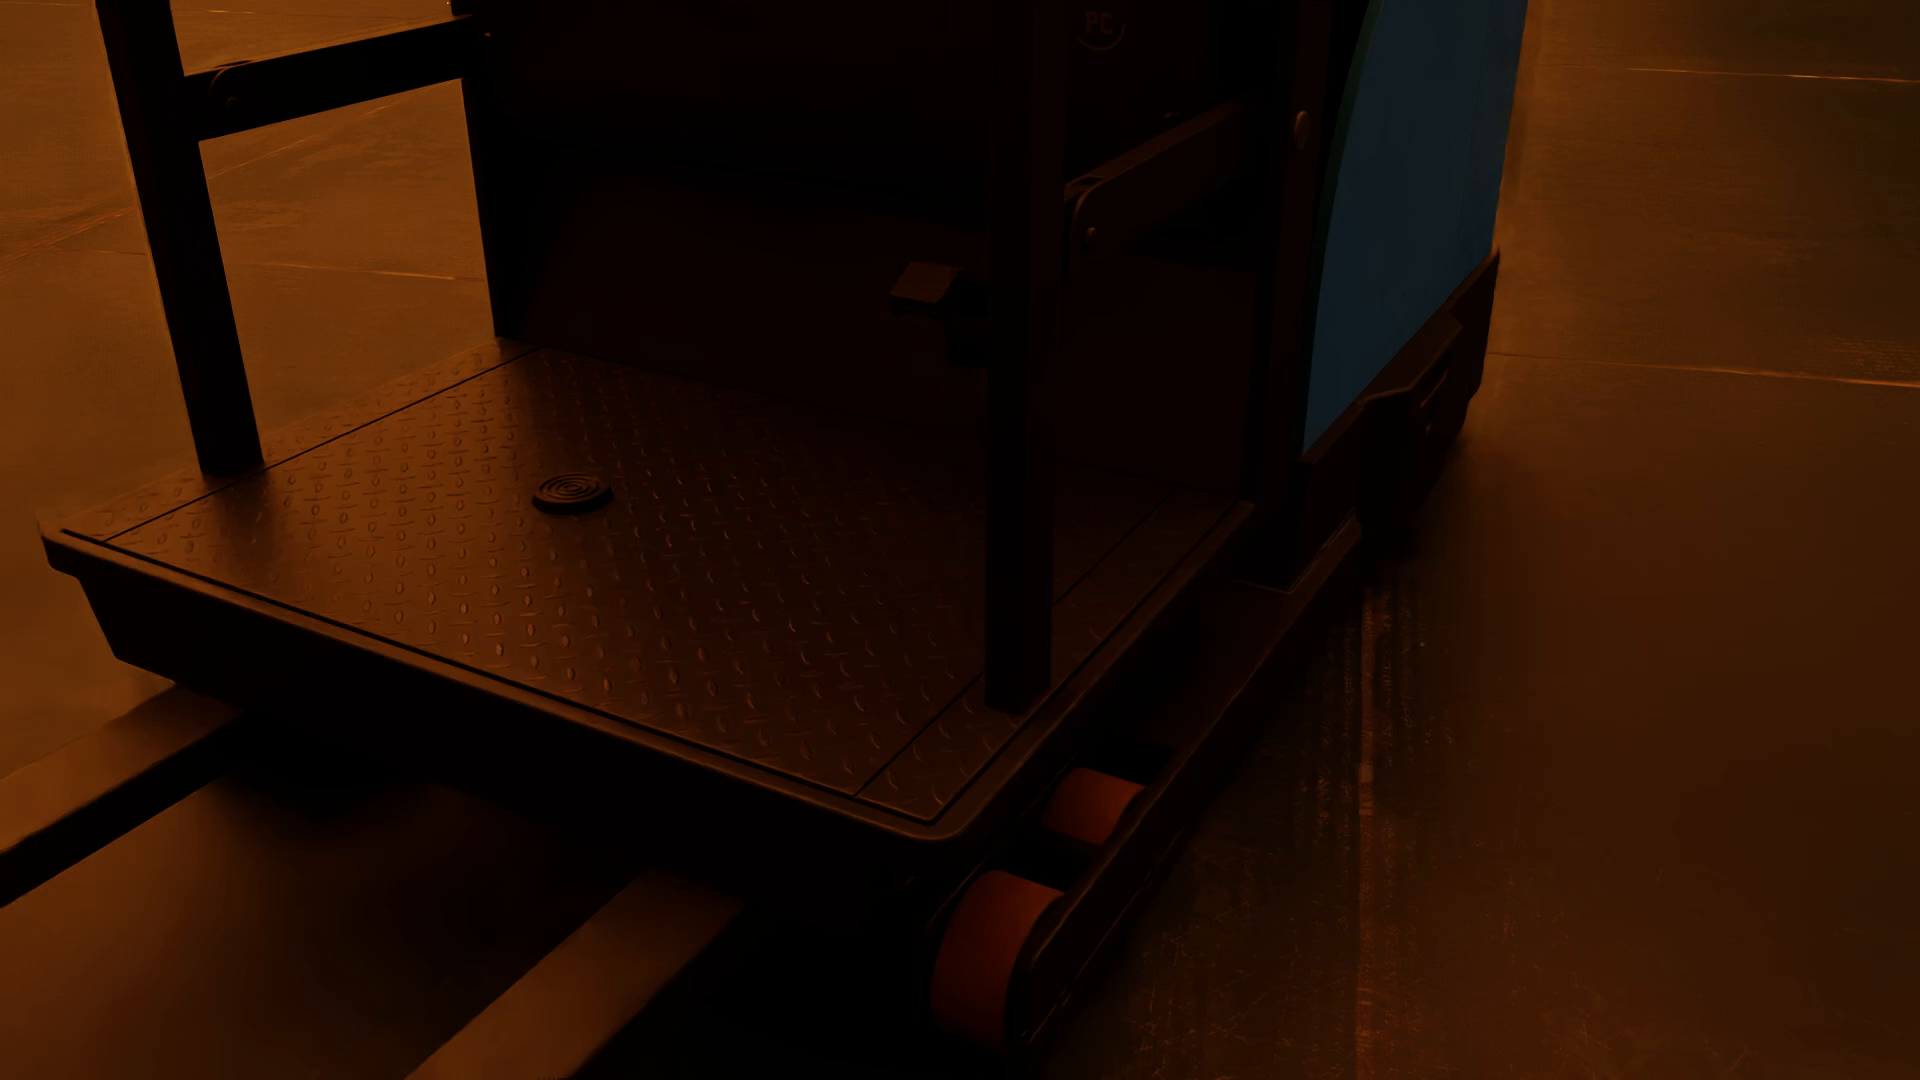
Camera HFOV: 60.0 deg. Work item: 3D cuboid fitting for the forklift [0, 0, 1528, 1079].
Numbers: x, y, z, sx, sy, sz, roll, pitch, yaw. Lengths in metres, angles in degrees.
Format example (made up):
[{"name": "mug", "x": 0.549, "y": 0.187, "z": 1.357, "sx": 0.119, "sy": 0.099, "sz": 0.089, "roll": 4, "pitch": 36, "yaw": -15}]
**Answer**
[{"name": "forklift", "x": -0.255, "y": -1.064, "z": 1.356, "sx": 1.130, "sy": 2.935, "sz": 3.031, "roll": 14, "pitch": 30, "yaw": 26}]
